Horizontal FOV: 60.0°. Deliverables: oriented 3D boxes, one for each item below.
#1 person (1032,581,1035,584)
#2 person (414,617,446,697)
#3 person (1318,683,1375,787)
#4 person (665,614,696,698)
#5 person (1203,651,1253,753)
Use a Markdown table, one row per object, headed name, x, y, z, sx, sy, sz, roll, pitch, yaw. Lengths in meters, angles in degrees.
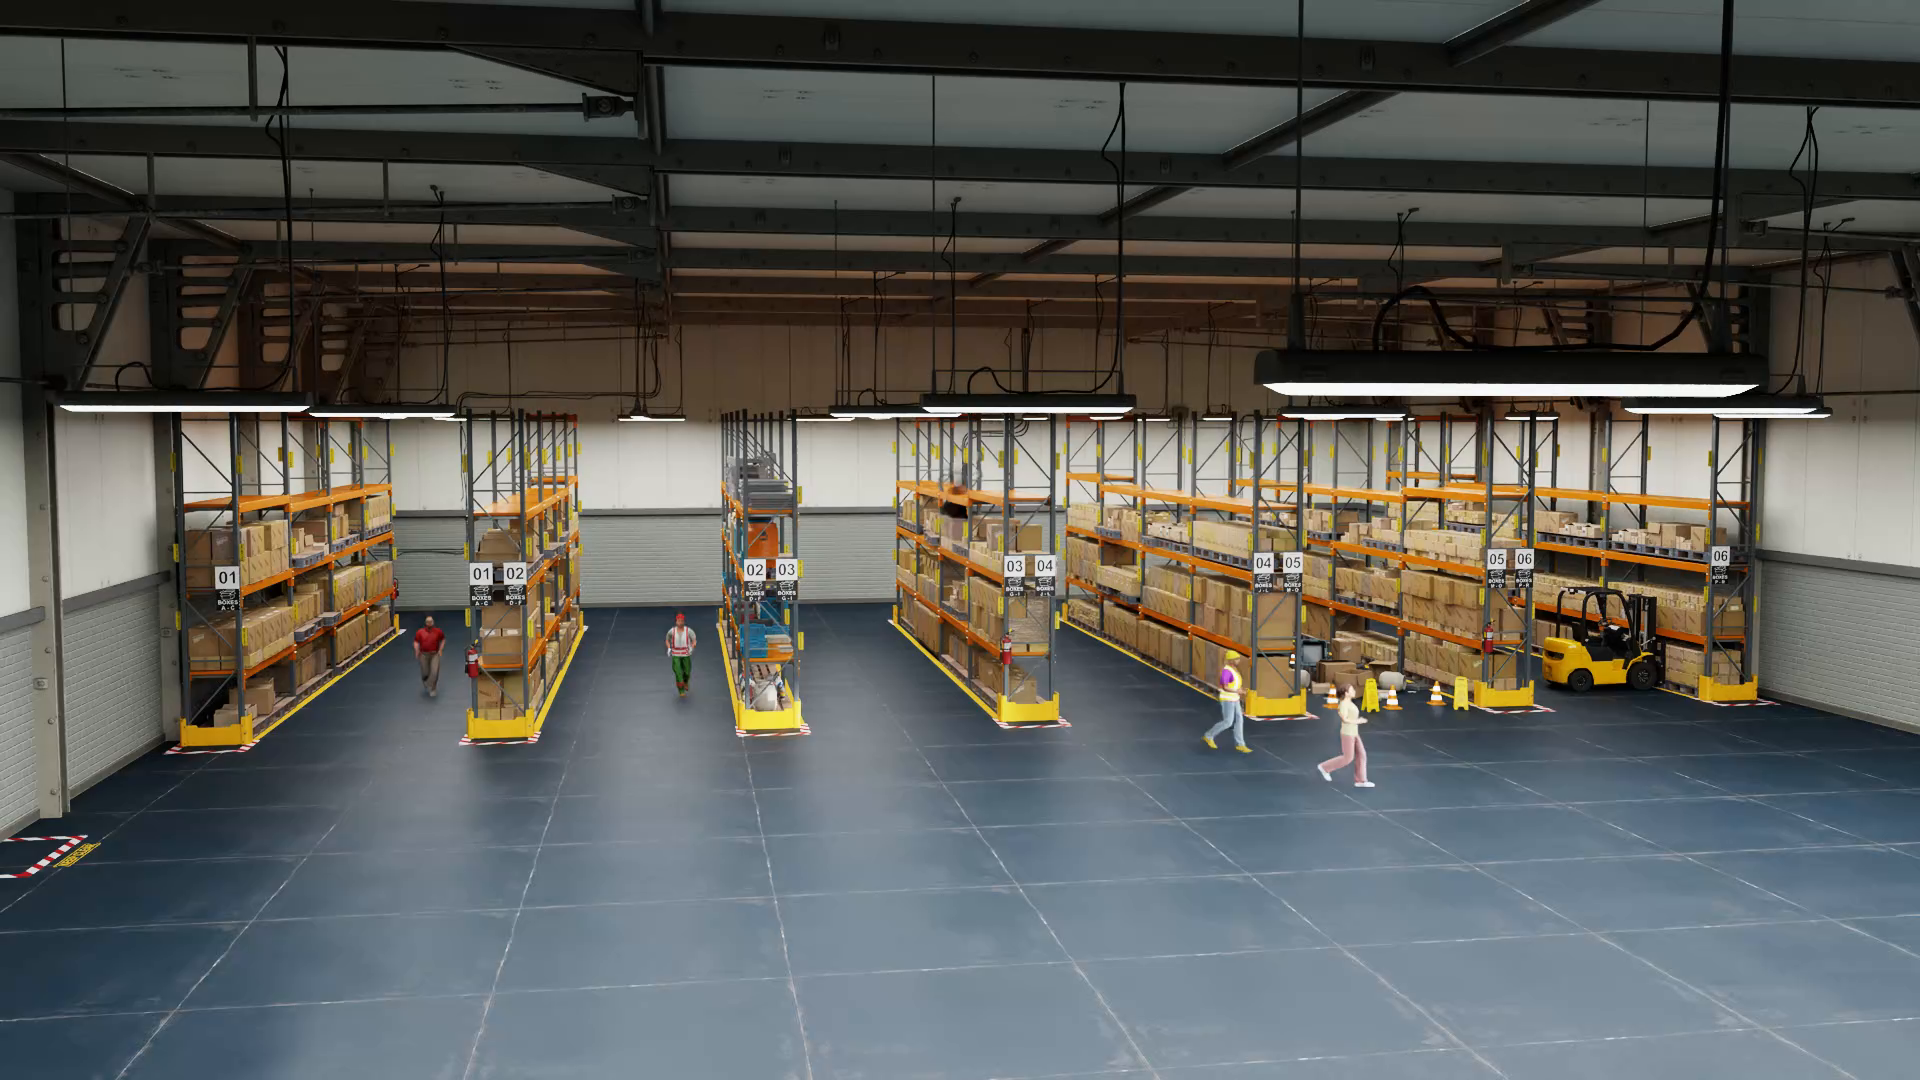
| name | x | y | z | sx | sy | sz | roll | pitch | yaw |
| --- | --- | --- | --- | --- | --- | --- | --- | --- | --- |
| person | 2.440 | 1.414 | 49.350 | 0.515 | 1.733 | 0.735 | -2 | 4 | -26 |
| person | -11.197 | 2.441 | 35.145 | 0.650 | 1.680 | 0.652 | -1 | 4 | -20 |
| person | 6.099 | 3.068 | 26.197 | 0.877 | 1.641 | 0.589 | 2 | 4 | 21 |
| person | -5.849 | 2.421 | 34.849 | 0.643 | 1.742 | 0.584 | -1 | 4 | -9 |
| person | 4.696 | 2.812 | 29.033 | 0.865 | 1.782 | 0.724 | 2 | 4 | 24 |
